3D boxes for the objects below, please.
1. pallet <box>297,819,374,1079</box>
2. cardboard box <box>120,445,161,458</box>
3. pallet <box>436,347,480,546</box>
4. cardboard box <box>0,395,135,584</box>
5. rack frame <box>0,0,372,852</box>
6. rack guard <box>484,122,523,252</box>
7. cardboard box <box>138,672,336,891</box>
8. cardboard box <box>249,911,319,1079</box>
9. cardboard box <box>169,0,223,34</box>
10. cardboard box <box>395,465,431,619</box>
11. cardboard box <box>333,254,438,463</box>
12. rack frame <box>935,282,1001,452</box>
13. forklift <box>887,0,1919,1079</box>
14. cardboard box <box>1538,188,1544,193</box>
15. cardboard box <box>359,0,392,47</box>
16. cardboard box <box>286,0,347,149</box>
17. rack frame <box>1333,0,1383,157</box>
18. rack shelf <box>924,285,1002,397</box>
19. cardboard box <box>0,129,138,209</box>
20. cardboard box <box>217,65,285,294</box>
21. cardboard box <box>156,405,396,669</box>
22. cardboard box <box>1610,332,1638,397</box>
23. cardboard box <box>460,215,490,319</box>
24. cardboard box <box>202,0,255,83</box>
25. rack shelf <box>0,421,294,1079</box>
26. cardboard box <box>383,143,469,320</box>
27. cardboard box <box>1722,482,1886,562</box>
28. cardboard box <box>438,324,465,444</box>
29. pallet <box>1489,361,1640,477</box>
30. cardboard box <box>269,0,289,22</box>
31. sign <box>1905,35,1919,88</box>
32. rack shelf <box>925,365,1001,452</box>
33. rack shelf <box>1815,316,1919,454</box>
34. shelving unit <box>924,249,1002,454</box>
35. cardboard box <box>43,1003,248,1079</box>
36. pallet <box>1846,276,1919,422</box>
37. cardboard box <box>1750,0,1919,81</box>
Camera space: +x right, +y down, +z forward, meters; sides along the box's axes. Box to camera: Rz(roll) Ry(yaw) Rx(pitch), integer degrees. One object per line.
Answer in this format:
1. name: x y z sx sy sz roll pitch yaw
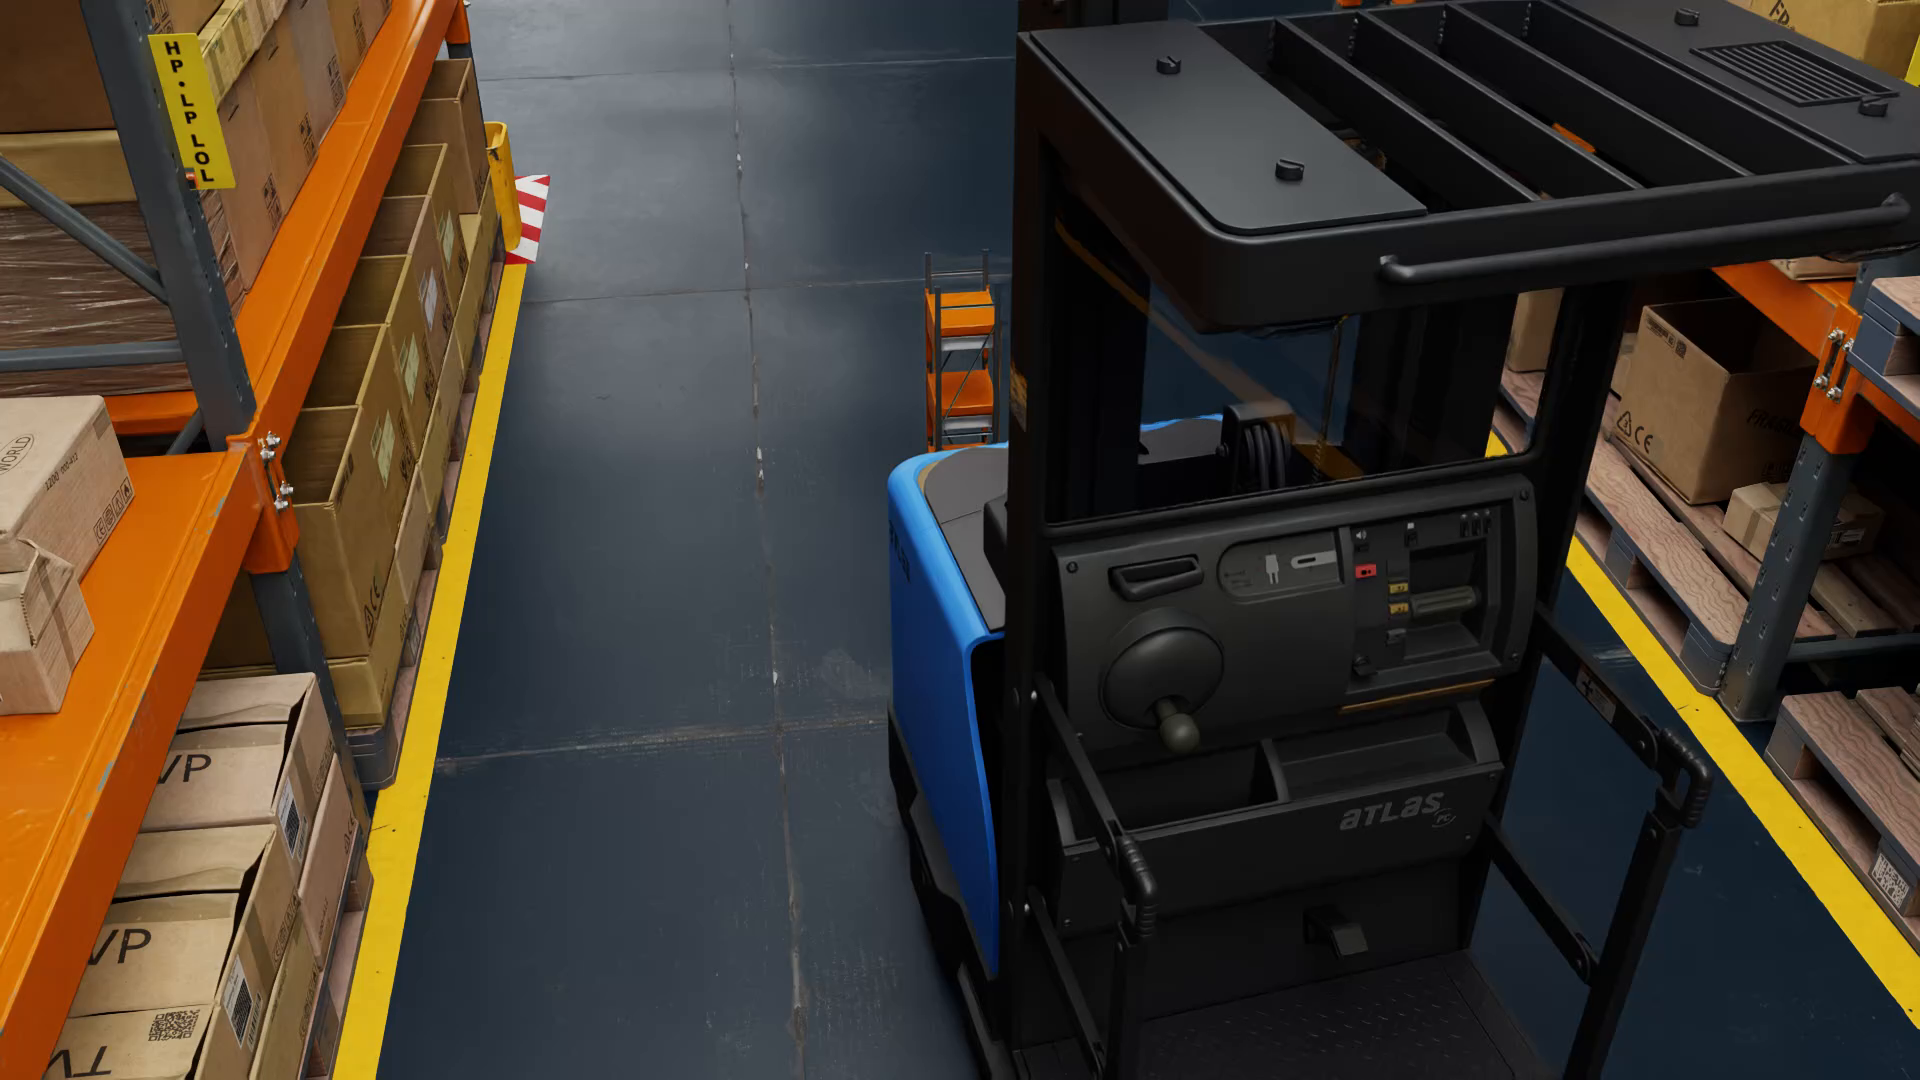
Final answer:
1. pallet: -1.976 1.177 3.835 1.003 0.211 1.213 -4 35 -6
2. cardboard box: -2.449 -0.252 4.860 0.500 0.500 0.500 -4 35 -6
3. pallet: -2.347 -0.360 6.091 1.003 0.211 1.213 -4 35 -6
4. cardboard box: -2.005 -0.050 3.293 0.500 0.250 0.500 -2 34 -3
5. rack frame: -2.114 -0.383 3.649 1.000 3.000 0.127 -4 35 -6
6. rack guard: -2.655 -1.596 7.648 1.175 0.500 0.348 -4 35 -6
7. cardboard box: -1.775 0.552 3.847 0.500 0.311 0.500 -4 35 -6
8. cardboard box: -1.705 1.071 3.583 0.500 0.250 0.500 -5 35 -7
9. cardboard box: -2.249 -1.490 4.031 0.700 0.500 0.500 -4 35 -6
10. cardboard box: -1.938 0.018 5.128 0.500 0.250 0.500 -4 35 -6
11. cardboard box: -2.001 -0.571 5.327 0.500 0.500 0.500 -4 35 -6
12. rack frame: 0.024 -0.336 5.311 0.200 1.050 0.008 -4 35 -6
13. forklift: 0.684 0.198 2.857 1.130 2.935 3.031 -9 35 -13
14. cardboard box: 2.337 -1.352 7.068 0.500 0.311 0.500 -2 34 -2
15. cardboard box: -2.527 -2.102 6.083 0.700 0.500 0.500 -4 34 -5
16. cardboard box: -2.391 -1.531 5.245 0.700 0.500 0.500 -3 34 -5
17. rack frame: 2.256 -2.993 7.478 1.000 3.000 0.127 -4 35 -6
18. rack shelf: 0.007 -0.630 5.257 0.215 0.259 0.240 -4 35 -6
19. cardboard box: -1.958 -0.857 3.679 0.380 0.149 0.250 -4 35 -6
20. cardboard box: -2.257 -0.965 4.414 0.700 0.500 0.500 -5 35 -7
21. cardboard box: -1.866 -0.013 4.508 0.500 0.500 0.500 -4 35 -6
22. cardboard box: 2.599 -0.658 6.193 0.380 0.149 0.250 -7 35 -10
23. cardboard box: -2.208 -1.098 6.766 0.500 0.250 0.500 -4 35 -6
24. cardboard box: -2.065 -1.287 4.311 0.380 0.149 0.250 -5 35 -7
25. rack shelf: -1.845 1.030 2.214 1.077 0.370 4.000 -4 35 -6
26. cardboard box: -2.136 -1.129 6.146 0.500 0.500 0.500 -4 35 -6
27. cardboard box: 2.692 -0.068 5.311 0.380 0.166 0.250 -9 35 -13
28. cardboard box: -2.073 -0.540 5.947 0.500 0.250 0.500 -4 35 -6
29. pallet: 2.501 -0.662 6.535 1.003 0.211 1.213 -4 35 -6
30. cardboard box: -2.136 -1.576 4.734 0.380 0.149 0.250 -5 35 -8
31. sign: 2.257 -1.073 3.892 0.100 0.325 0.005 -4 35 -6
32. rack shelf: 0.007 -0.395 5.416 0.215 0.259 0.240 -4 35 -6
33. rack shelf: 3.063 0.653 2.767 1.077 0.370 4.000 -4 35 -6
34. shelving unit: 0.007 -0.404 5.411 0.215 1.050 0.252 -4 35 -6
35. cardboard box: -1.635 1.121 3.013 0.500 0.311 0.500 -4 35 -7
36. pallet: 2.753 -0.244 3.614 1.003 0.211 1.213 -4 35 -6
37. cardboard box: 2.424 -1.257 4.380 0.500 0.500 0.500 -4 35 -6
